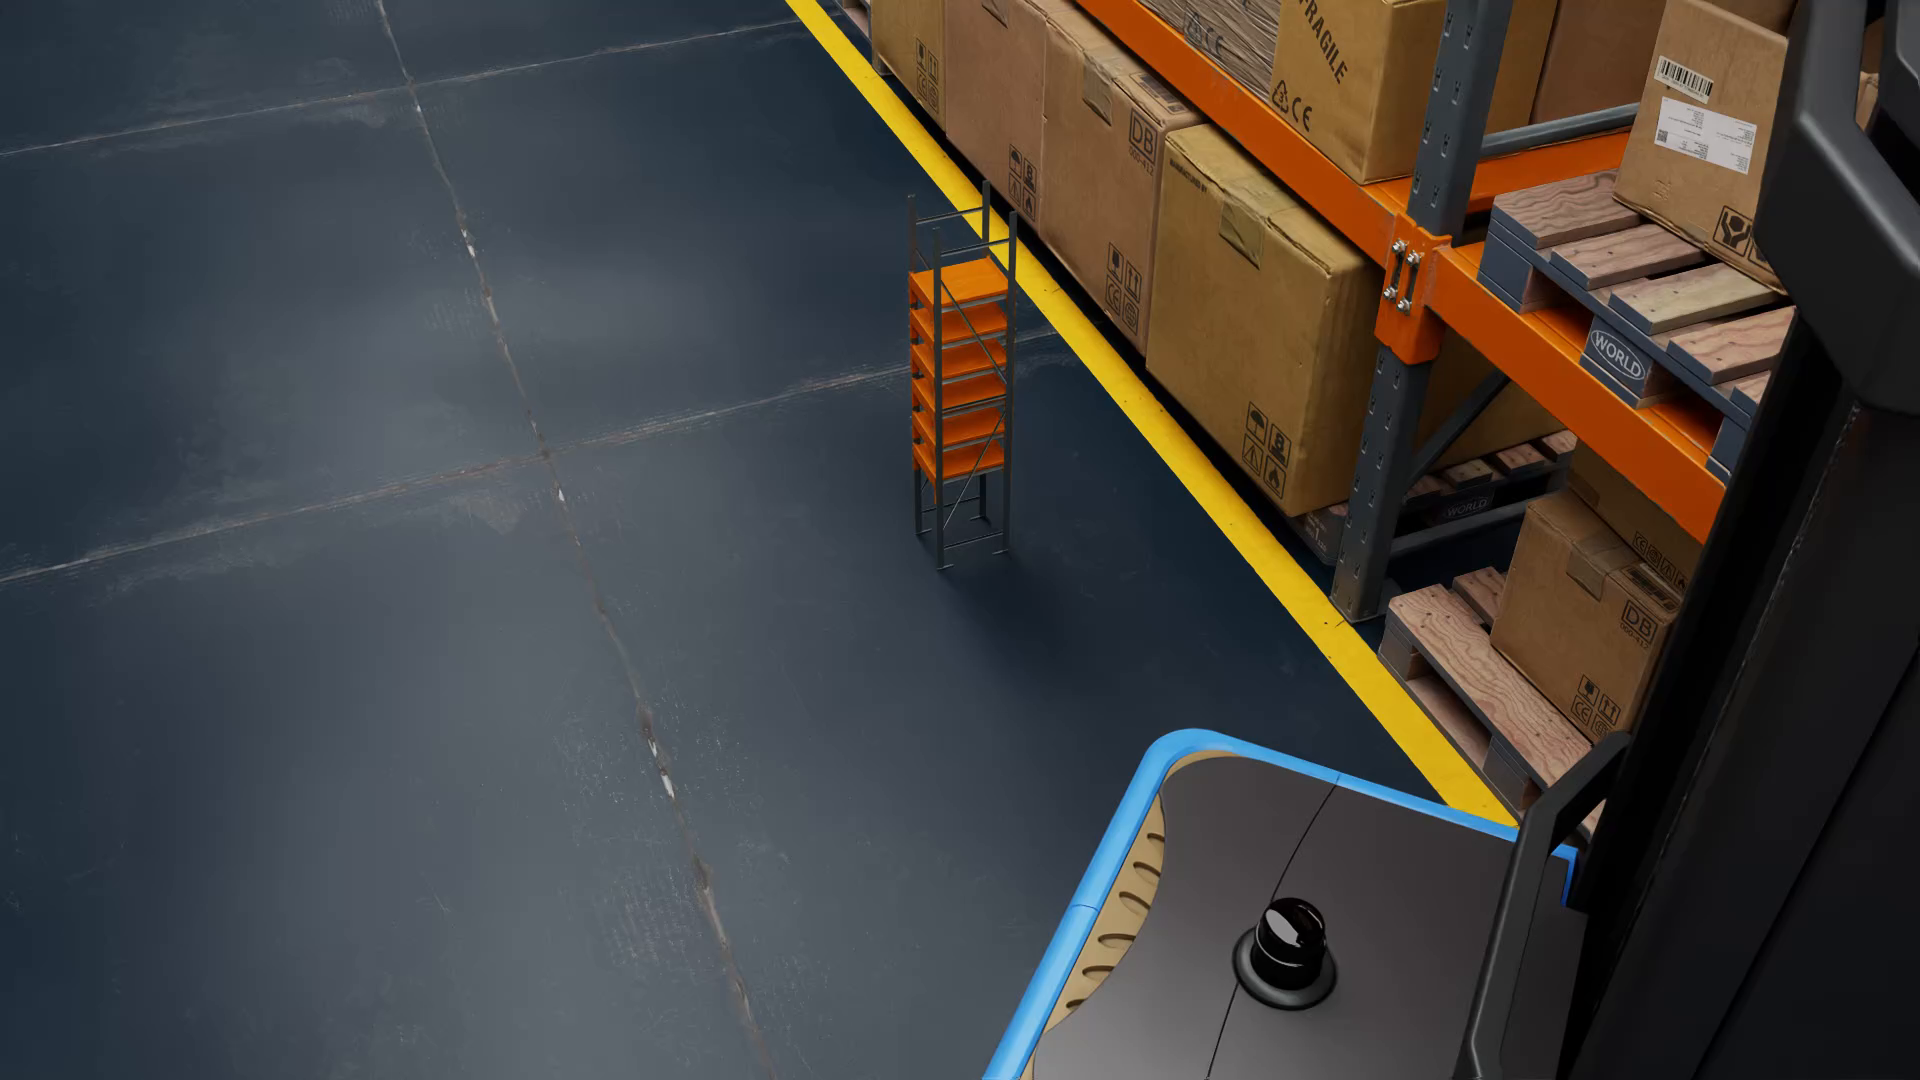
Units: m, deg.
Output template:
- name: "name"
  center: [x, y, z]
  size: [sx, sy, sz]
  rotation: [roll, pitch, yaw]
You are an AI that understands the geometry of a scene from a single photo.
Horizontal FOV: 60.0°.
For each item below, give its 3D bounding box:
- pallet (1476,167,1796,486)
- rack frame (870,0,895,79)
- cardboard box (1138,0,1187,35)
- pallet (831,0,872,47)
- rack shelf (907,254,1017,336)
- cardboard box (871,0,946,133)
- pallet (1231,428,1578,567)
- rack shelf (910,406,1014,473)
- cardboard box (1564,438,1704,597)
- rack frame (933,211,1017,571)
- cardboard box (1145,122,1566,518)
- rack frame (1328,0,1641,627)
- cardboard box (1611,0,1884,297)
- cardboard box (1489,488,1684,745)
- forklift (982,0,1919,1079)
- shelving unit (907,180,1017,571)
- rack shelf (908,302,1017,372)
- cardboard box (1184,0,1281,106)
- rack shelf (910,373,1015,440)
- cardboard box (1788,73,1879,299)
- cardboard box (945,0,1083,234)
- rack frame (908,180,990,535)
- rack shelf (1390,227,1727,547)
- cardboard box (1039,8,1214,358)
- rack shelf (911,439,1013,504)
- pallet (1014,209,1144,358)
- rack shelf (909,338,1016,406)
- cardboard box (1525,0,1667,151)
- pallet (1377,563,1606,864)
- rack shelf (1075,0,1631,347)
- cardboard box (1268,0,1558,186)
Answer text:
- name: "pallet"
  center: [1.972, -0.566, 3.755]
  size: [1.213, 0.211, 1.003]
  rotation: [-15, 43, -17]
- name: "rack frame"
  center: [0.071, -3.451, 6.963]
  size: [1.000, 3.000, 0.127]
  rotation: [-15, 43, -17]
- name: "cardboard box"
  center: [0.797, -1.929, 5.115]
  size: [0.500, 0.500, 0.500]
  rotation: [-16, 43, -18]
- name: "pallet"
  center: [-0.148, -2.871, 8.427]
  size: [1.003, 0.211, 1.213]
  rotation: [-15, 43, -17]
- name: "rack shelf"
  center: [0.006, -0.685, 4.643]
  size: [0.258, 0.103, 0.180]
  rotation: [-15, 43, -17]
- name: "cardboard box"
  center: [0.334, -2.424, 7.076]
  size: [1.225, 0.875, 0.875]
  rotation: [-15, 43, -17]
- name: "pallet"
  center: [1.369, -0.478, 5.644]
  size: [1.003, 0.211, 1.213]
  rotation: [-15, 43, -17]
- name: "rack shelf"
  center: [0.006, -0.322, 4.956]
  size: [0.258, 0.103, 0.180]
  rotation: [-15, 43, -17]
- name: "cardboard box"
  center: [1.885, -0.149, 4.127]
  size: [0.500, 0.250, 0.500]
  rotation: [-13, 42, -15]
- name: "rack frame"
  center: [0.041, -0.391, 4.785]
  size: [0.240, 1.200, 0.006]
  rotation: [-15, 43, -17]
- name: "cardboard box"
  center: [1.357, -0.816, 5.206]
  size: [1.225, 0.875, 0.875]
  rotation: [-17, 44, -19]
- name: "rack frame"
  center: [1.601, -1.041, 4.160]
  size: [1.000, 3.000, 0.127]
  rotation: [-15, 43, -17]
- name: "cardboard box"
  center: [1.845, -0.923, 3.624]
  size: [0.500, 0.500, 0.500]
  rotation: [-20, 45, -22]
- name: "cardboard box"
  center: [1.876, 0.138, 4.368]
  size: [0.700, 0.500, 0.500]
  rotation: [-17, 44, -19]
- name: "forklift"
  center: [1.549, 0.732, 2.150]
  size: [3.031, 2.935, 1.130]
  rotation: [17, 43, 18]
- name: "shelving unit"
  center: [0.006, -0.446, 4.849]
  size: [0.258, 1.200, 0.189]
  rotation: [-15, 43, -17]
- name: "rack shelf"
  center: [0.006, -0.594, 4.721]
  size: [0.258, 0.103, 0.180]
  rotation: [-15, 43, -17]
- name: "cardboard box"
  center: [0.998, -1.617, 4.753]
  size: [0.500, 0.500, 0.500]
  rotation: [-15, 43, -17]
- name: "rack shelf"
  center: [0.006, -0.413, 4.878]
  size: [0.258, 0.103, 0.180]
  rotation: [-15, 43, -17]
- name: "cardboard box"
  center: [2.151, -0.612, 3.262]
  size: [0.700, 0.500, 0.500]
  rotation: [-9, 42, -11]
- name: "cardboard box"
  center: [0.677, -1.886, 6.450]
  size: [1.225, 0.875, 0.875]
  rotation: [-17, 43, -18]
- name: "rack frame"
  center: [-0.029, -0.501, 4.913]
  size: [0.240, 1.200, 0.006]
  rotation: [-15, 43, -17]
- name: "rack shelf"
  center: [2.367, 0.436, 2.994]
  size: [1.077, 0.370, 4.000]
  rotation: [-15, 43, -17]
- name: "cardboard box"
  center: [1.023, -1.355, 5.832]
  size: [1.225, 0.875, 0.875]
  rotation: [-15, 43, -17]
- name: "rack shelf"
  center: [0.006, -0.231, 5.034]
  size: [0.258, 0.103, 0.180]
  rotation: [-15, 43, -17]
- name: "pallet"
  center: [0.906, -1.212, 6.497]
  size: [1.003, 0.211, 1.213]
  rotation: [-15, 43, -17]
- name: "rack shelf"
  center: [0.006, -0.504, 4.799]
  size: [0.258, 0.103, 0.180]
  rotation: [-15, 43, -17]
- name: "cardboard box"
  center: [1.667, -1.440, 4.547]
  size: [0.500, 0.500, 0.500]
  rotation: [-14, 43, -16]
- name: "pallet"
  center: [1.899, 0.487, 4.522]
  size: [1.003, 0.211, 1.213]
  rotation: [-15, 43, -17]
- name: "rack shelf"
  center: [0.836, -1.973, 5.796]
  size: [1.077, 0.370, 4.000]
  rotation: [-15, 43, -17]
- name: "cardboard box"
  center: [1.184, -1.315, 4.402]
  size: [0.500, 0.500, 0.500]
  rotation: [-14, 43, -16]
